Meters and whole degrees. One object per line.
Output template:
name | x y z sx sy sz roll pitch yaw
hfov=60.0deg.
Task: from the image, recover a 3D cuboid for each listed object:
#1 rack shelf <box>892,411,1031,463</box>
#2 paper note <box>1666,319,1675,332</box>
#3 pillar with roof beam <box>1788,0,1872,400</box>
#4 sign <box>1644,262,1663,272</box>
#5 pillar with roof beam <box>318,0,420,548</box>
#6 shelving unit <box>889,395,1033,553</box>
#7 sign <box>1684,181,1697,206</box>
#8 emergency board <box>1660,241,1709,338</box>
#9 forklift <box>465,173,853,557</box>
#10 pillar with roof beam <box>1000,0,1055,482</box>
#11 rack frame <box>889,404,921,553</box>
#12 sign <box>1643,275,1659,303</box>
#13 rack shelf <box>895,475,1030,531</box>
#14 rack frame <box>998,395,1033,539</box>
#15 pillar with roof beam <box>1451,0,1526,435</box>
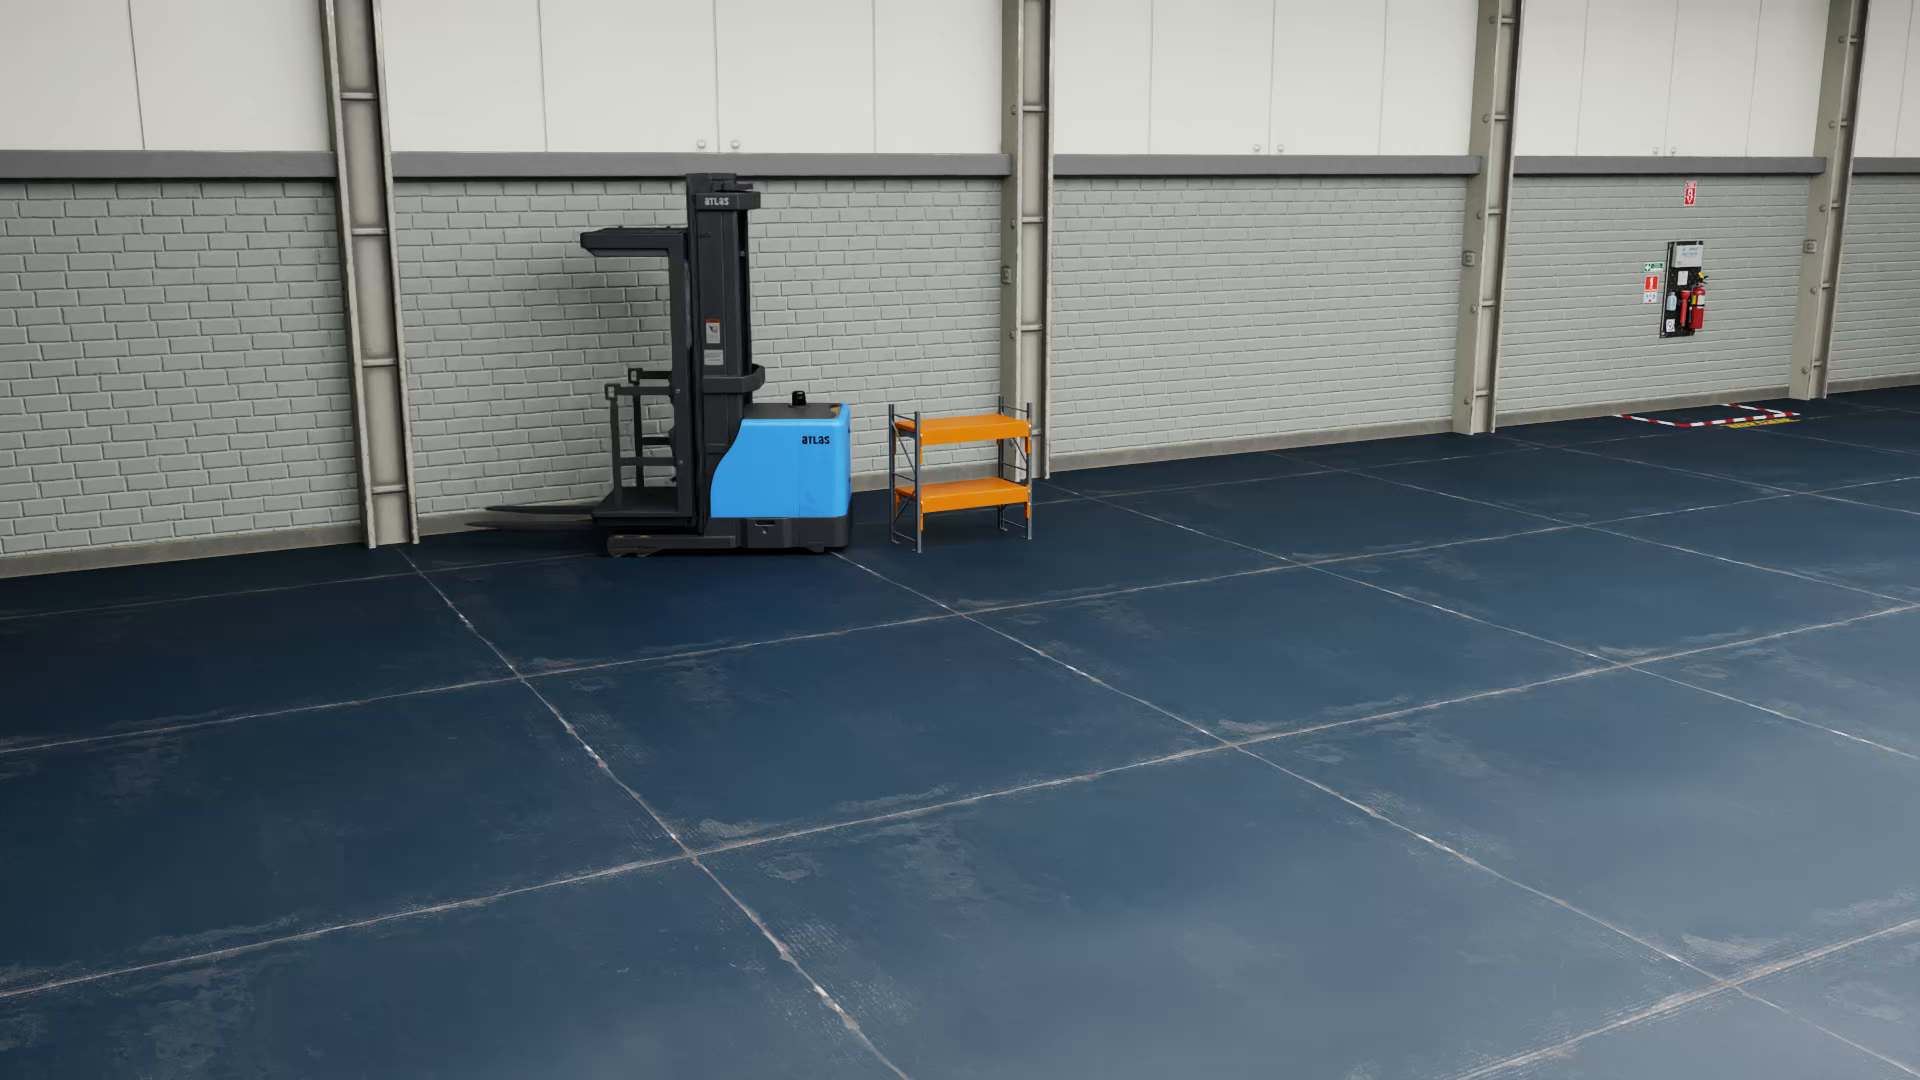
rack shelf | 0.006 -0.835 13.425 1.000 0.278 0.538 -7 14 -28
paper note | 8.792 -2.652 20.569 0.142 0.148 0.016 -7 14 -28
pillar with roof beam | 13.230 -5.437 17.273 0.400 9.000 9.100 -7 14 -28
sign | 8.454 -3.324 20.258 0.331 0.109 0.001 -7 14 -28
pillar with roof beam | -2.569 -3.544 8.859 0.400 9.000 9.100 -7 14 -28
shelving unit | 0.006 -0.549 13.489 1.048 1.125 0.538 -7 14 -28
sign | 8.925 -4.237 20.323 0.199 0.298 0.001 -7 14 -28
emergency board | 8.980 -3.087 20.496 0.643 1.169 0.194 -7 14 -28
forklift | -2.404 -1.414 13.215 3.031 2.935 1.130 0 13 -1
pillar with roof beam | 2.697 -4.175 11.664 0.400 9.000 9.100 -7 14 -28
rack frame | -0.440 -0.496 13.251 0.032 1.125 0.500 -7 14 -28
sign | 8.445 -3.067 20.322 0.234 0.329 0.001 -7 14 -28
rack shelf | 0.006 -0.311 13.543 1.000 0.278 0.538 -7 14 -28
rack frame | 0.452 -0.603 13.726 0.032 1.125 0.500 -7 14 -28
pillar with roof beam | 7.964 -4.806 14.469 0.400 9.000 9.100 -7 14 -28
